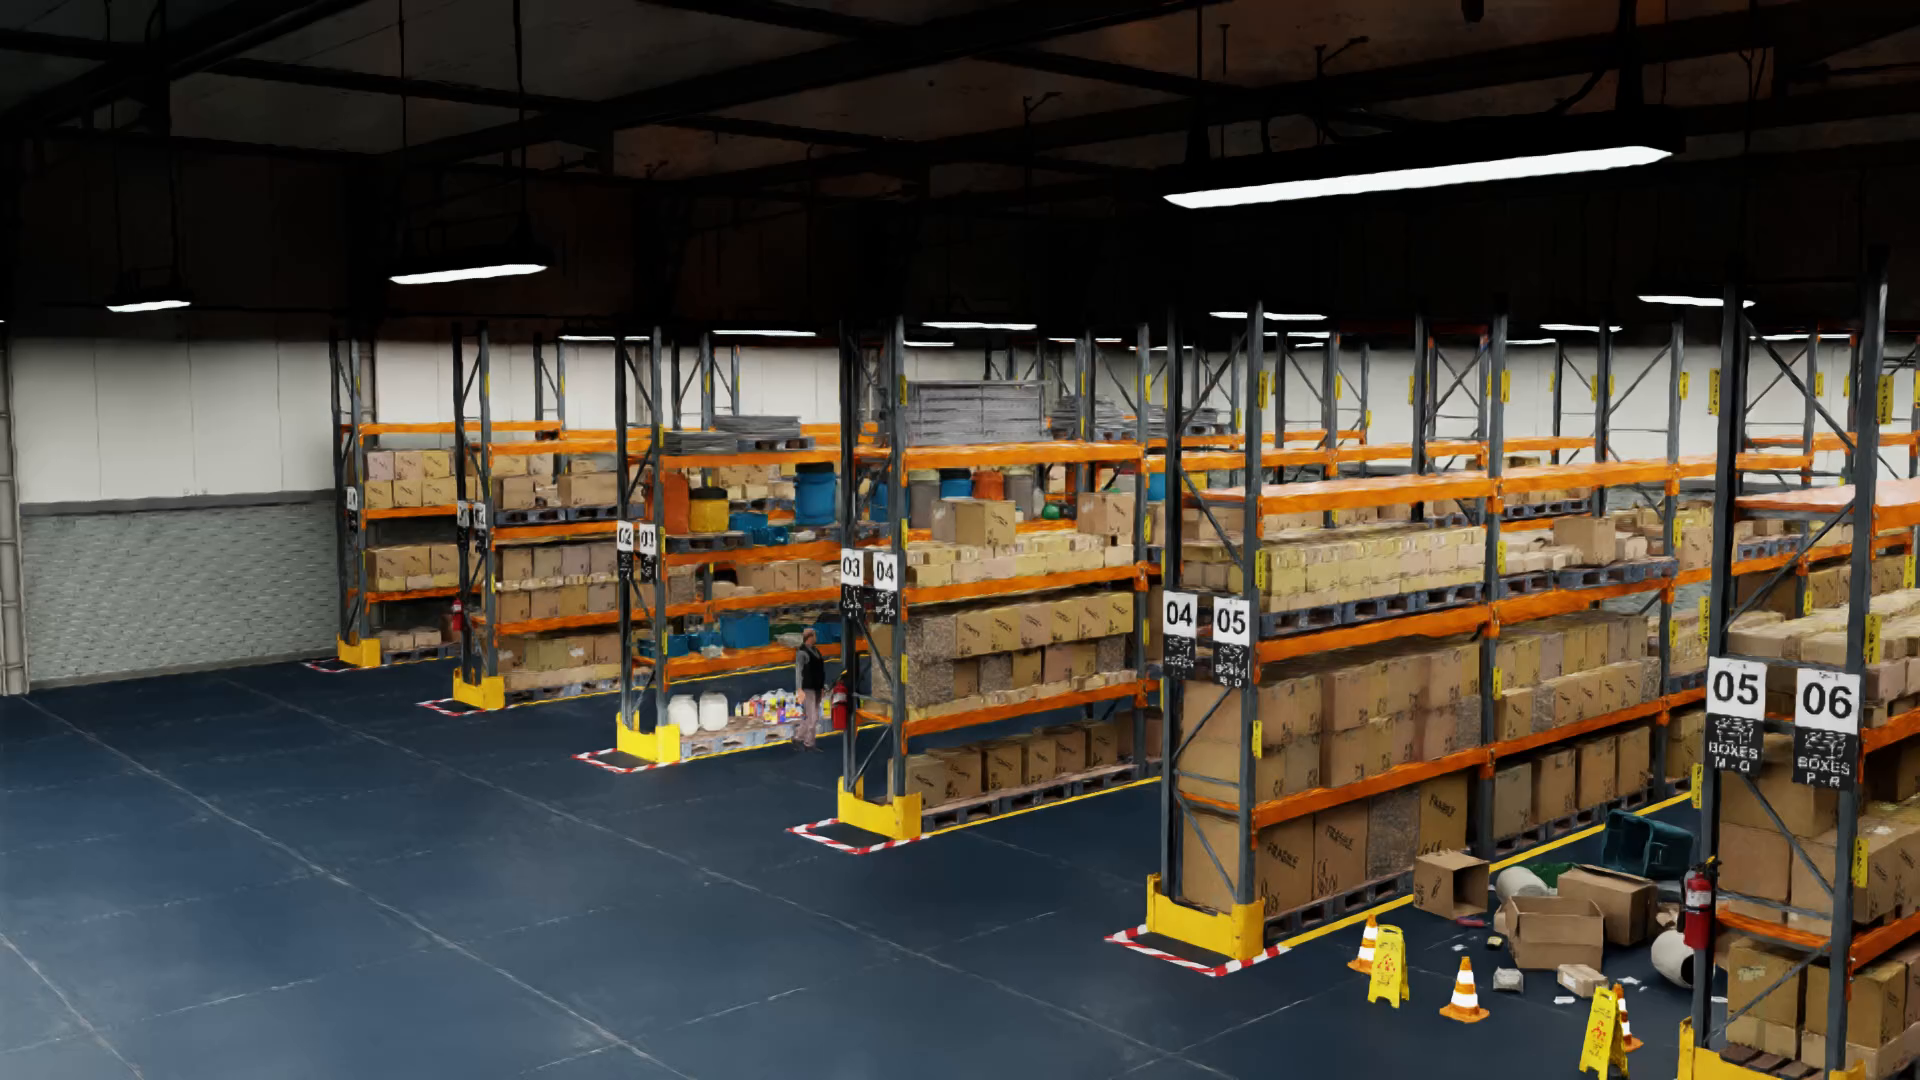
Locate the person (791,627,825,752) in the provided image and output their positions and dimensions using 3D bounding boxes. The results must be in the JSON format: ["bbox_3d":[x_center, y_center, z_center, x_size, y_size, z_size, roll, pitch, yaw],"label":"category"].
[{"bbox_3d":[-2.077,2.058,22.795,0.447,1.720,0.569,2,6,21],"label":"person"}]
